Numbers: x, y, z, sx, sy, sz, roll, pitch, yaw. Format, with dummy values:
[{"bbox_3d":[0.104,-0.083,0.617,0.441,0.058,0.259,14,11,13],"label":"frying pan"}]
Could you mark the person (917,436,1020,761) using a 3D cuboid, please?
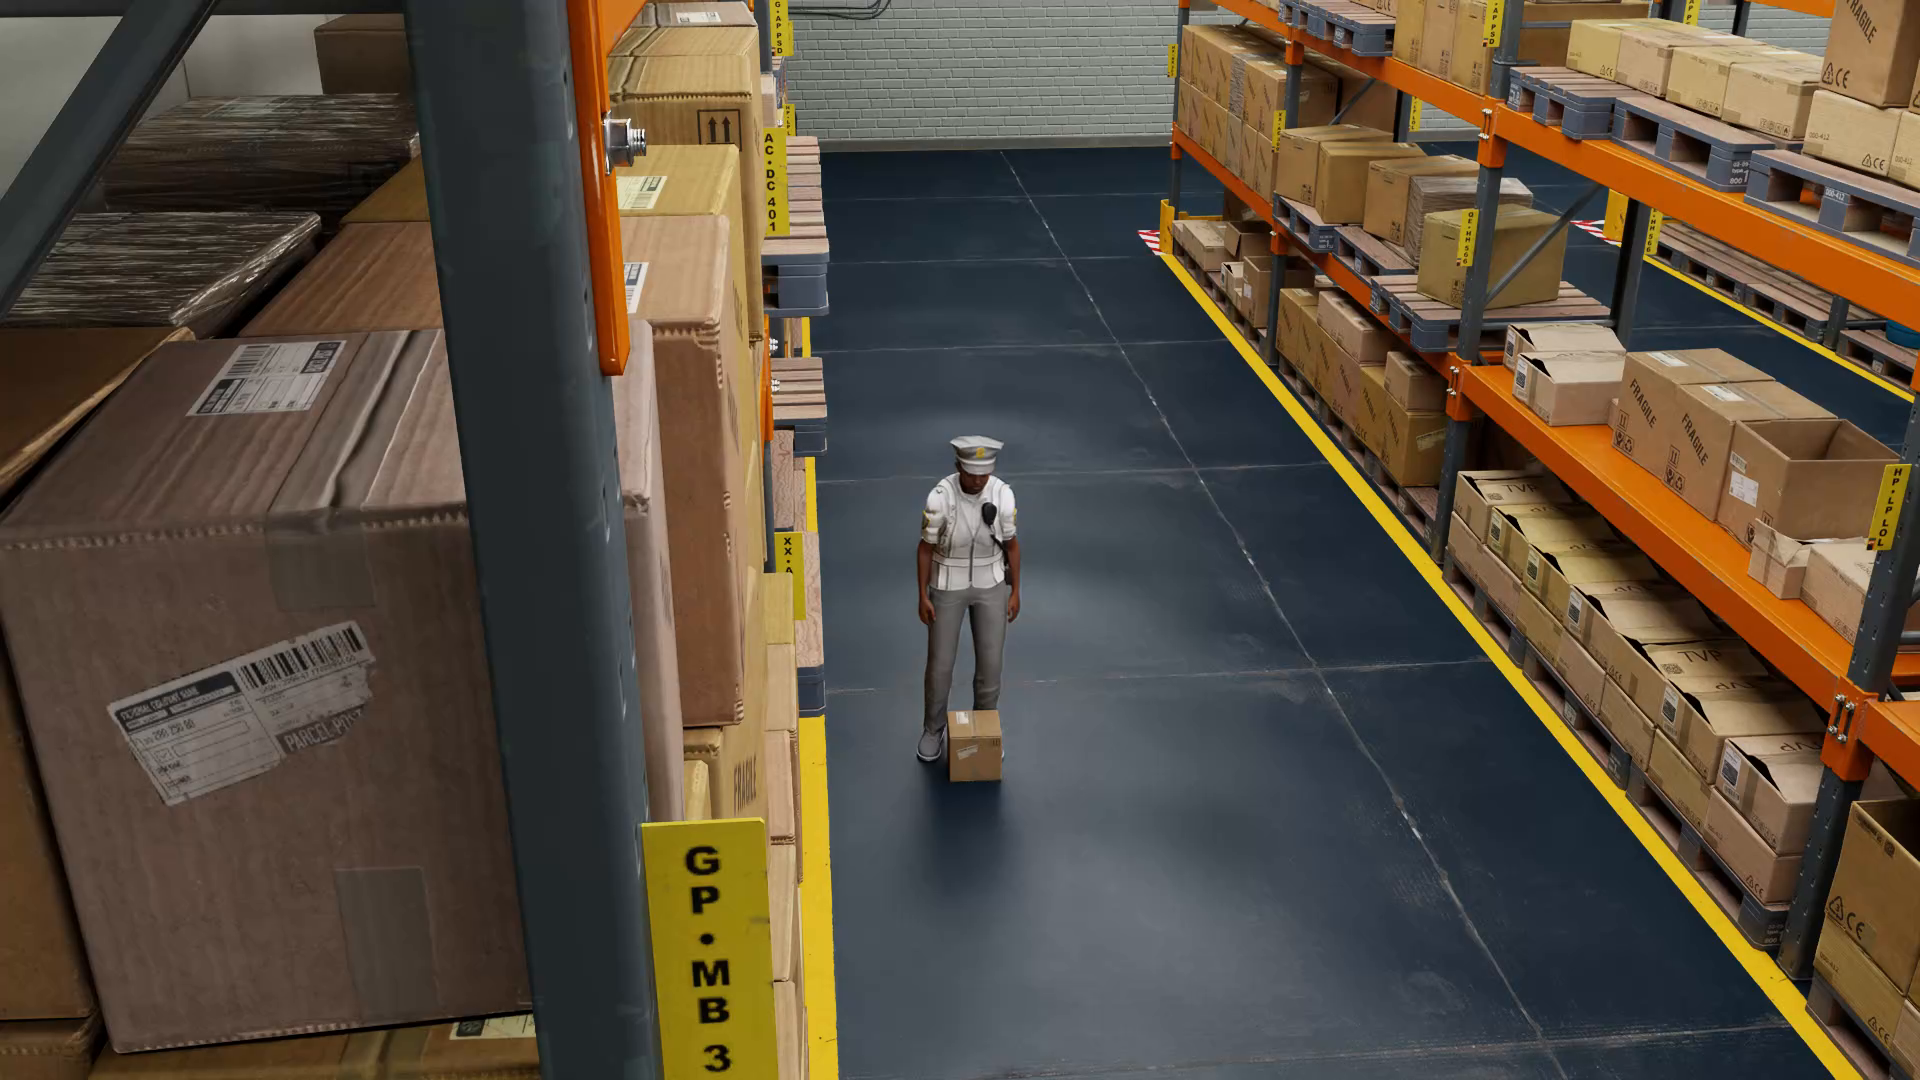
[{"bbox_3d":[0.036,0.268,7.998,0.520,1.657,0.417,-3,24,-6],"label":"person"}]
